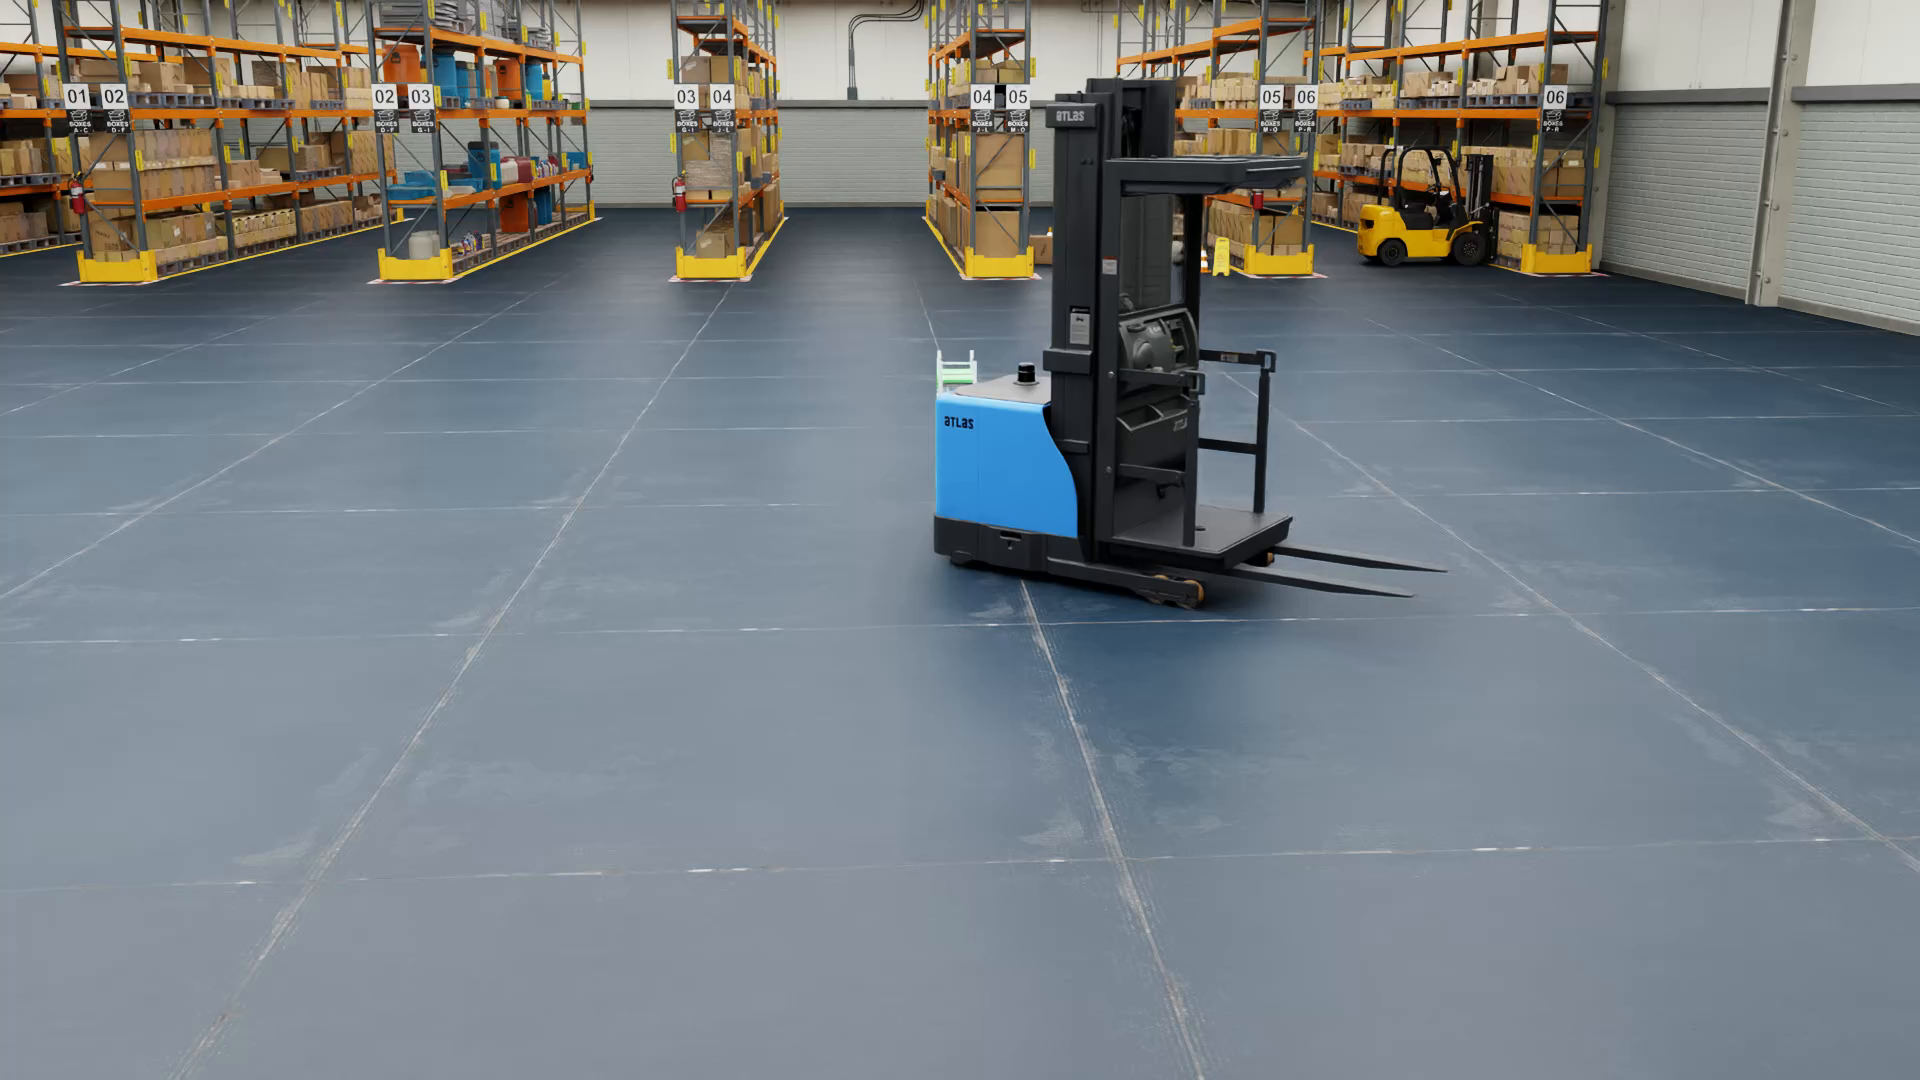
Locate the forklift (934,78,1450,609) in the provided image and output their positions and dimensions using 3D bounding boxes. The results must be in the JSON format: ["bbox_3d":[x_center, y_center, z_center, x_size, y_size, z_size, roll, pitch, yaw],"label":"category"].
[{"bbox_3d":[1.348,-1.176,9.715,3.031,2.935,1.130,9,17,32],"label":"forklift"}]

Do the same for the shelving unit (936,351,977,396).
[{"bbox_3d":[-0.023,-0.625,11.046,0.258,1.200,0.503,0,14,-2],"label":"shelving unit"}]

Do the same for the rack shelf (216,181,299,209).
[{"bbox_3d":[-14.539,-6.974,33.557,1.077,0.370,4.000,-1,14,-3],"label":"rack shelf"}]

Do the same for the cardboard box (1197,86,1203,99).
[{"bbox_3d":[5.125,-9.109,33.850,0.500,0.250,0.500,-1,14,-3],"label":"cardboard box"}]

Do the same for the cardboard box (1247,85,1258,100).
[{"bbox_3d":[5.310,-7.783,28.939,0.500,0.250,0.500,-1,14,-4],"label":"cardboard box"}]

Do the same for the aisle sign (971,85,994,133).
[{"bbox_3d":[0.381,-7.271,28.048,0.394,0.787,0.004,-1,14,-3],"label":"aisle sign"}]

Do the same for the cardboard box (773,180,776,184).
[{"bbox_3d":[-5.040,-8.530,41.582,0.875,0.875,0.875,-1,14,-3],"label":"cardboard box"}]

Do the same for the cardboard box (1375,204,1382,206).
[{"bbox_3d":[9.808,-7.422,38.026,0.500,0.500,0.500,-1,14,-4],"label":"cardboard box"}]

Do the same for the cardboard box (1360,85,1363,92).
[{"bbox_3d":[9.550,-10.524,38.753,0.380,0.149,0.250,-1,14,-3],"label":"cardboard box"}]

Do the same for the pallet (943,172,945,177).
[{"bbox_3d":[0.017,-8.422,38.126,1.003,0.211,1.213,-1,14,-3],"label":"pallet"}]

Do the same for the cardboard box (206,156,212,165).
[{"bbox_3d":[-14.172,-7.062,30.951,0.380,0.149,0.250,-1,14,-5],"label":"cardboard box"}]

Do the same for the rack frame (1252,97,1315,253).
[{"bbox_3d":[5.611,-6.135,28.853,1.000,3.000,0.127,-1,14,-3],"label":"rack frame"}]

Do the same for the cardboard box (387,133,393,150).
[{"bbox_3d":[-14.857,-10.236,42.582,0.500,0.500,0.500,-1,14,-4],"label":"cardboard box"}]

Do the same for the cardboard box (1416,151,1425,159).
[{"bbox_3d":[9.885,-8.161,35.221,0.380,0.149,0.250,-1,14,-2],"label":"cardboard box"}]

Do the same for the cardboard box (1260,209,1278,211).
[{"bbox_3d":[5.733,-5.969,31.375,0.500,0.500,0.500,0,14,0],"label":"cardboard box"}]

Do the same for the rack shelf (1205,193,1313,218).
[{"bbox_3d":[5.487,-6.284,30.875,1.077,0.370,4.000,-1,14,-3],"label":"rack shelf"}]

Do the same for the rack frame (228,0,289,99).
[{"bbox_3d":[-14.663,-10.725,34.653,1.000,3.000,0.127,-1,14,-3],"label":"rack frame"}]

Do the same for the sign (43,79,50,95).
[{"bbox_3d":[-19.066,-9.454,34.692,0.100,0.325,0.005,-1,14,-3],"label":"sign"}]

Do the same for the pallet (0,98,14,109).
[{"bbox_3d":[-19.359,-8.523,32.488,1.213,0.211,1.003,-1,14,-3],"label":"pallet"}]

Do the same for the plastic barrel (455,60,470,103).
[{"bbox_3d":[-9.720,-8.719,31.870,0.600,0.901,0.708,-1,14,-3],"label":"plastic barrel"}]

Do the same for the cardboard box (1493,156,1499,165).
[{"bbox_3d":[10.150,-7.102,31.107,0.380,0.149,0.250,-1,14,-5],"label":"cardboard box"}]

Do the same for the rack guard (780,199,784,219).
[{"bbox_3d":[-5.273,-8.757,44.058,1.175,0.500,0.348,-1,14,-3],"label":"rack guard"}]

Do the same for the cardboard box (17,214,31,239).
[{"bbox_3d":[-19.595,-6.437,34.158,0.700,0.500,0.500,-1,14,-4],"label":"cardboard box"}]

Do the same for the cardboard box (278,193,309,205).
[{"bbox_3d":[-15.031,-7.683,37.496,0.500,0.250,0.500,-1,14,-4],"label":"cardboard box"}]

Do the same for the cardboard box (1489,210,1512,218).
[{"bbox_3d":[10.122,-6.057,31.217,0.500,0.250,0.500,-1,14,-5],"label":"cardboard box"}]

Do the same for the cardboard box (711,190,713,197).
[{"bbox_3d":[-4.560,-6.177,29.519,0.380,0.149,0.250,-1,14,-3],"label":"cardboard box"}]

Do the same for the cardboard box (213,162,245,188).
[{"bbox_3d":[-14.480,-7.196,32.774,0.500,0.500,0.500,0,14,1],"label":"cardboard box"}]

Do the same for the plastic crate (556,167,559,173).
[{"bbox_3d":[-9.853,-8.910,40.044,0.396,0.136,0.243,-1,14,-3],"label":"plastic crate"}]

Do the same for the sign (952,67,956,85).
[{"bbox_3d":[-0.112,-8.873,31.805,0.100,0.325,0.005,-1,14,-3],"label":"sign"}]

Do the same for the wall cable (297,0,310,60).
[{"bbox_3d":[-17.397,-15.034,47.493,3.097,2.526,0.112,-1,14,-3],"label":"wall cable"}]

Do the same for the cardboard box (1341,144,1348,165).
[{"bbox_3d":[9.628,-9.325,40.207,0.700,0.500,0.500,-1,14,-2],"label":"cardboard box"}]

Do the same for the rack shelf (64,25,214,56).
[{"bbox_3d":[-14.292,-8.691,28.992,1.077,0.370,4.000,-1,14,-3],"label":"rack shelf"}]

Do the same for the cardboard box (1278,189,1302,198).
[{"bbox_3d":[5.796,-6.101,29.225,0.380,0.149,0.250,-1,14,-3],"label":"cardboard box"}]

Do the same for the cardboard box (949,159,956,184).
[{"bbox_3d":[0.033,-7.580,34.268,0.500,0.500,0.500,-1,14,-4],"label":"cardboard box"}]

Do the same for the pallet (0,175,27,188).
[{"bbox_3d":[-19.444,-7.158,33.212,1.003,0.211,1.213,-1,14,-3],"label":"pallet"}]

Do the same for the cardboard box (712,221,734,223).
[{"bbox_3d":[-4.543,-5.870,31.995,0.500,0.500,0.500,-1,14,-5],"label":"cardboard box"}]

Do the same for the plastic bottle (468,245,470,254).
[{"bbox_3d":[-9.059,-5.354,30.550,0.097,0.201,0.097,0,14,0],"label":"plastic bottle"}]

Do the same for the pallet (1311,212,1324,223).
[{"bbox_3d":[9.701,-8.322,42.947,1.003,0.211,1.213,-1,14,-3],"label":"pallet"}]

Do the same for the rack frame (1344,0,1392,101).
[{"bbox_3d":[9.821,-12.103,40.006,1.000,3.000,0.127,-1,14,-3],"label":"rack frame"}]

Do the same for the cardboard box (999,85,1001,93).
[{"bbox_3d":[0.897,-8.021,29.621,0.380,0.149,0.250,-1,14,-4],"label":"cardboard box"}]

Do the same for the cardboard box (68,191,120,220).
[{"bbox_3d":[-19.627,-7.519,37.702,0.750,0.750,0.750,0,14,-2],"label":"cardboard box"}]

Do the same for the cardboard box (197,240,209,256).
[{"bbox_3d":[-14.102,-5.336,30.423,0.500,0.250,0.500,-1,14,-3],"label":"cardboard box"}]

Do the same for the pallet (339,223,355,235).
[{"bbox_3d":[-14.823,-7.263,38.830,1.003,0.211,1.213,-1,14,-3],"label":"pallet"}]

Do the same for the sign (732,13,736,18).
[{"bbox_3d":[-5.826,-13.389,42.813,0.100,0.325,0.005,-1,14,-3],"label":"sign"}]

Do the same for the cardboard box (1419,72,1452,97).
[{"bbox_3d":[9.934,-9.518,34.737,0.500,0.500,0.500,-1,14,-2],"label":"cardboard box"}]

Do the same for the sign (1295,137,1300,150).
[{"bbox_3d":[9.032,-10.603,44.479,0.100,0.325,0.005,-1,14,-3],"label":"sign"}]

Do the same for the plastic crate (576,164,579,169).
[{"bbox_3d":[-9.984,-9.587,42.674,0.396,0.136,0.243,-1,14,-3],"label":"plastic crate"}]
